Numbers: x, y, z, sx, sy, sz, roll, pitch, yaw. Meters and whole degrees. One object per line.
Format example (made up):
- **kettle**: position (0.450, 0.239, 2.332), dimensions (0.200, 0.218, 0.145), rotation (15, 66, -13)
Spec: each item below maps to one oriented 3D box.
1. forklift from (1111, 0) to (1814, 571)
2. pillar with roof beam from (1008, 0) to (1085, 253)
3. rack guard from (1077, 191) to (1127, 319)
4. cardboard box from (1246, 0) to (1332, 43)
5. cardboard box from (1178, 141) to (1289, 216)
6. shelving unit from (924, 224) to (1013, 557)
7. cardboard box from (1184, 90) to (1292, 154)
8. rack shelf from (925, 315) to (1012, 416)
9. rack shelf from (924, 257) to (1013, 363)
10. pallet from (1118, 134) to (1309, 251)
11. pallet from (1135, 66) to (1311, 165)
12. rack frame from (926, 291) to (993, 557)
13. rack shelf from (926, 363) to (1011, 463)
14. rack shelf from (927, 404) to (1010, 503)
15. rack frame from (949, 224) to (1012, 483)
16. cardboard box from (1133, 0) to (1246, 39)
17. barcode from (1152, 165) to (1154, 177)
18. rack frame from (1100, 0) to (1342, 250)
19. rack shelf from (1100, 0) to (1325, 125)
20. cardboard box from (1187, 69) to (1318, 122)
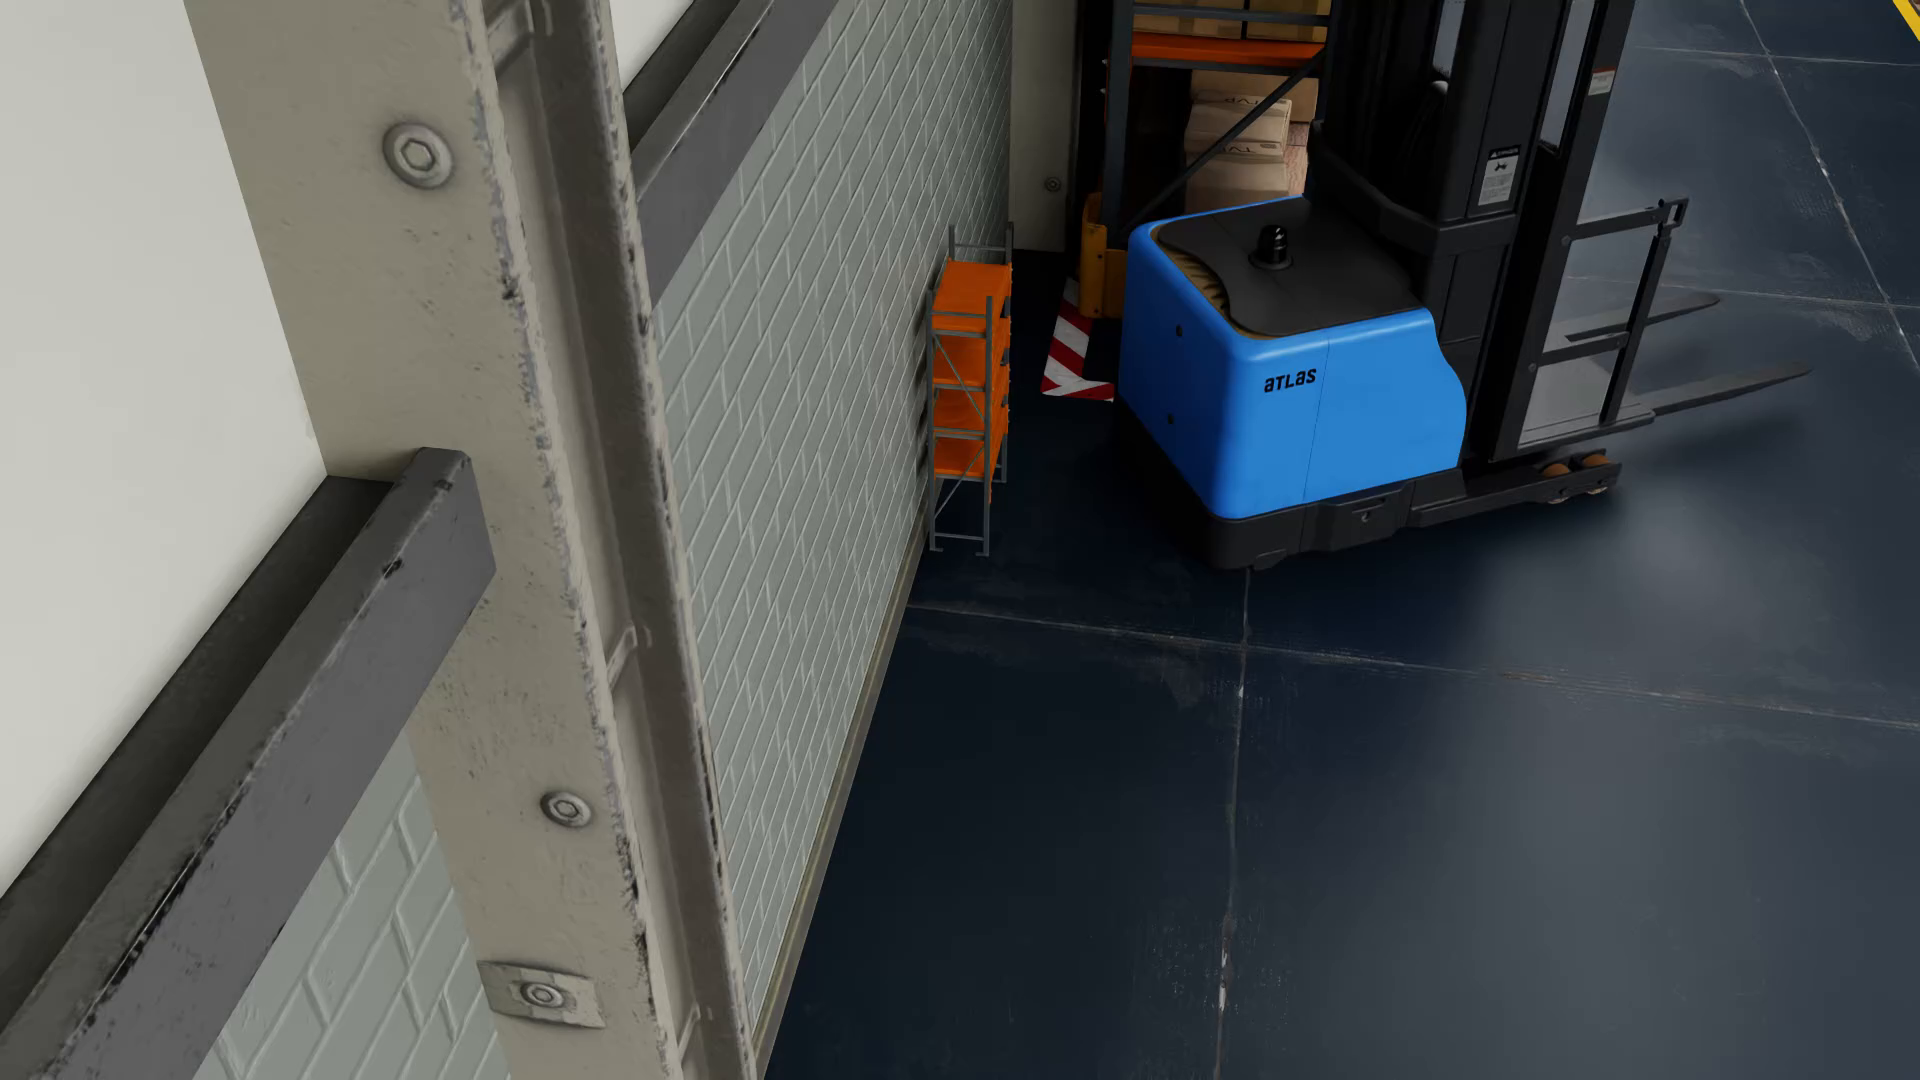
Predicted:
- **forklift**: position (2.224, -1.584, 6.366), dimensions (3.031, 2.935, 1.130), rotation (-13, 41, -15)
- **pillar with roof beam**: position (4.664, -4.609, 5.262), dimensions (9.100, 9.000, 0.400), rotation (6, 40, 8)
- **rack guard**: position (1.168, -1.321, 7.955), dimensions (1.175, 0.500, 0.348), rotation (6, 40, 8)
- **cardboard box**: position (1.552, -2.458, 7.470), dimensions (0.500, 0.250, 0.500), rotation (5, 40, 6)
- **cardboard box**: position (1.363, -1.794, 8.331), dimensions (0.500, 0.311, 0.500), rotation (2, 40, 3)
- **shelving unit**: position (0.037, -0.566, 6.493), dimensions (0.258, 1.200, 0.503), rotation (6, 40, 7)
- **cardboard box**: position (1.462, -2.152, 8.764), dimensions (0.500, 0.311, 0.500), rotation (10, 41, 11)
- **rack shelf**: position (0.037, -0.687, 6.393), dimensions (0.258, 0.148, 0.480), rotation (6, 40, 7)
- **rack shelf**: position (0.037, -0.869, 6.243), dimensions (0.258, 0.148, 0.480), rotation (6, 40, 7)
- **pallet**: position (1.343, -1.715, 8.659), dimensions (1.003, 0.211, 1.213), rotation (6, 40, 8)
- **pallet**: position (1.557, -2.479, 9.583), dimensions (1.003, 0.211, 1.213), rotation (6, 40, 8)
- **rack frame**: position (-0.003, -0.413, 6.308), dimensions (0.240, 1.200, 0.015), rotation (6, 40, 7)
- **rack shelf**: position (0.037, -0.514, 6.536), dimensions (0.258, 0.148, 0.480), rotation (6, 40, 7)
- **rack shelf**: position (0.037, -0.361, 6.663), dimensions (0.258, 0.148, 0.480), rotation (6, 40, 7)
- **rack frame**: position (0.077, -0.720, 6.679), dimensions (0.240, 1.200, 0.015), rotation (6, 40, 7)
- **cardboard box**: position (1.045, -2.501, 7.523), dimensions (0.500, 0.250, 0.500), rotation (7, 40, 8)
- **barcode**: position (0.972, -1.853, 8.395), dimensions (0.001, 0.075, 0.075), rotation (6, 40, 8)
- **rack frame**: position (1.155, -2.236, 7.101), dimensions (1.000, 3.000, 0.127), rotation (6, 40, 8)
- **rack shelf**: position (1.501, -3.214, 8.848), dimensions (1.077, 0.370, 4.000), rotation (6, 40, 8)
- **cardboard box**: position (1.638, -2.680, 9.253), dimensions (0.700, 0.500, 0.500), rotation (4, 40, 5)
